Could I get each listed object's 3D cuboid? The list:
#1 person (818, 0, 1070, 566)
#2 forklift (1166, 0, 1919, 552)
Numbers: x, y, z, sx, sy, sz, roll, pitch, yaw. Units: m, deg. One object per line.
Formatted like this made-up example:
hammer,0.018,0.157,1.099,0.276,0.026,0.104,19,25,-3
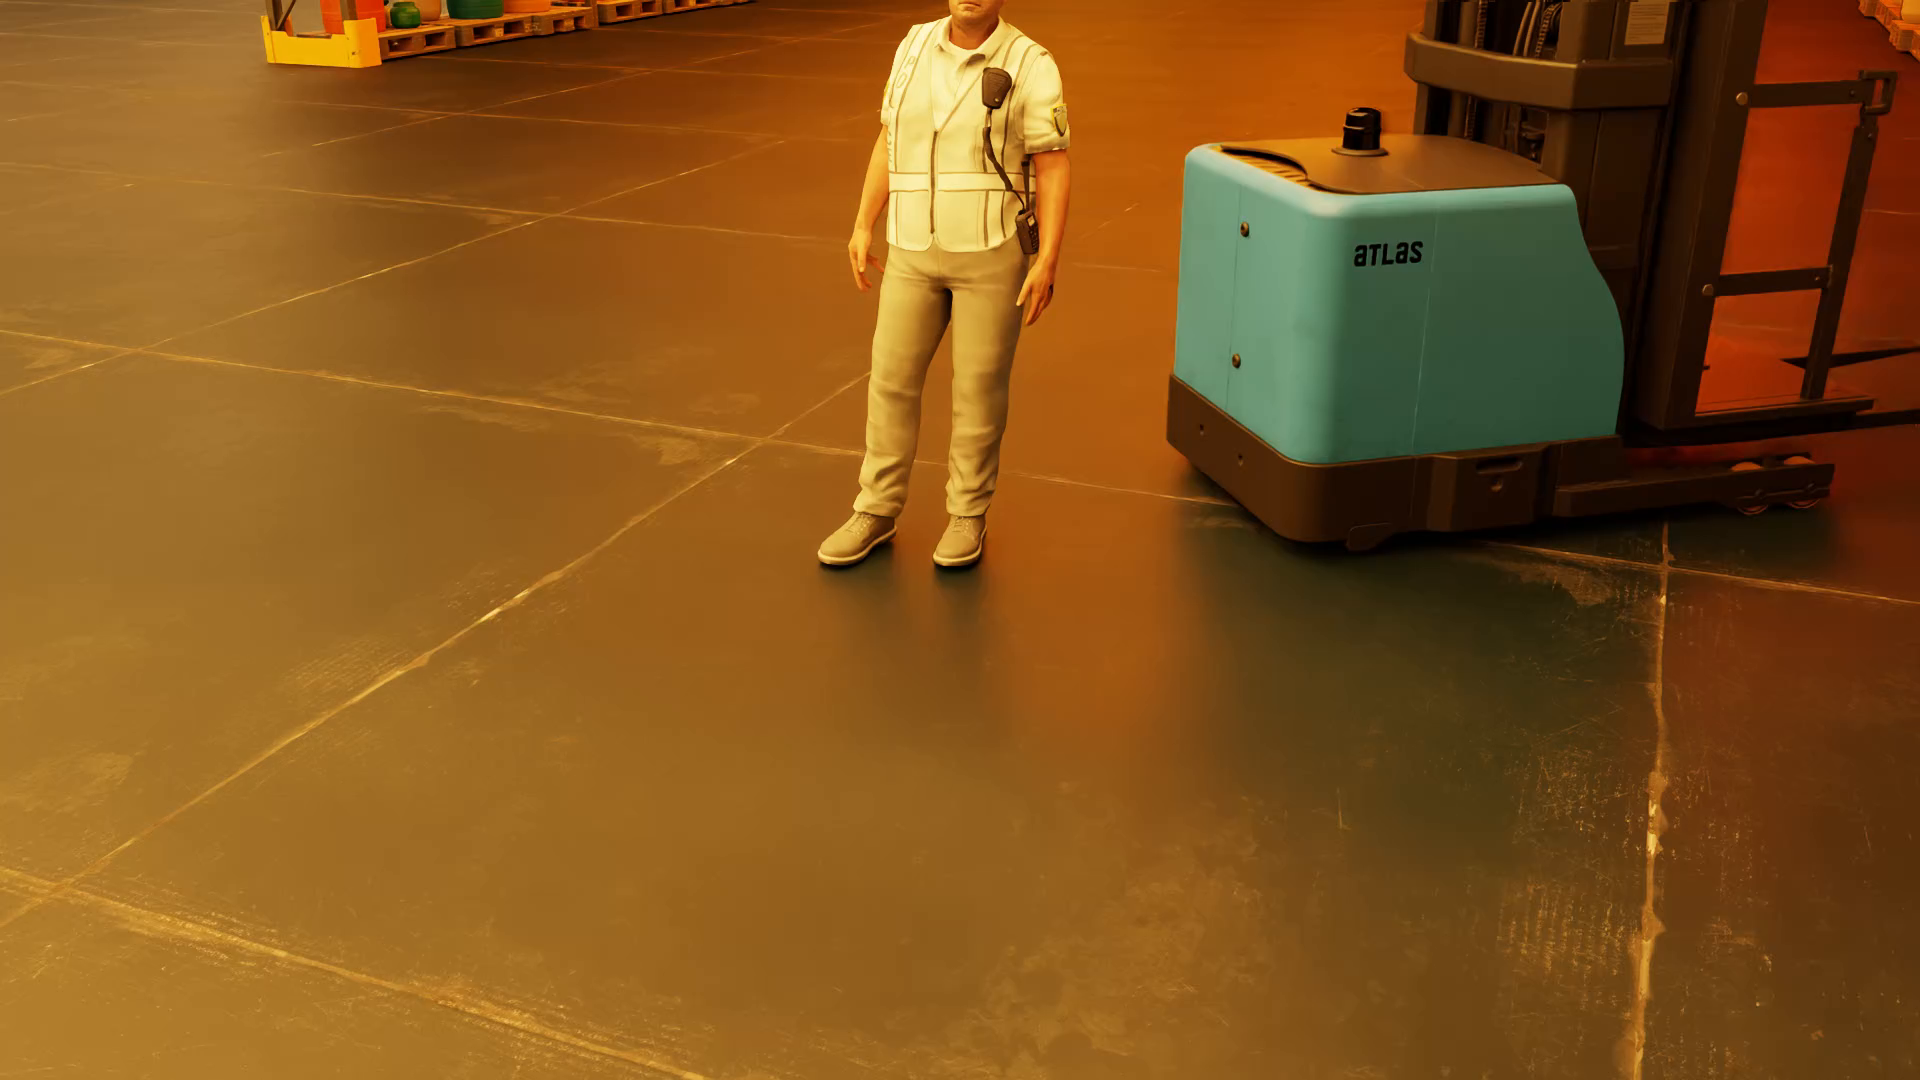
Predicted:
person,-0.041,-0.803,4.685,0.640,1.781,0.575,9,24,21
forklift,2.286,-1.621,5.170,3.031,2.935,1.130,-6,23,-14
